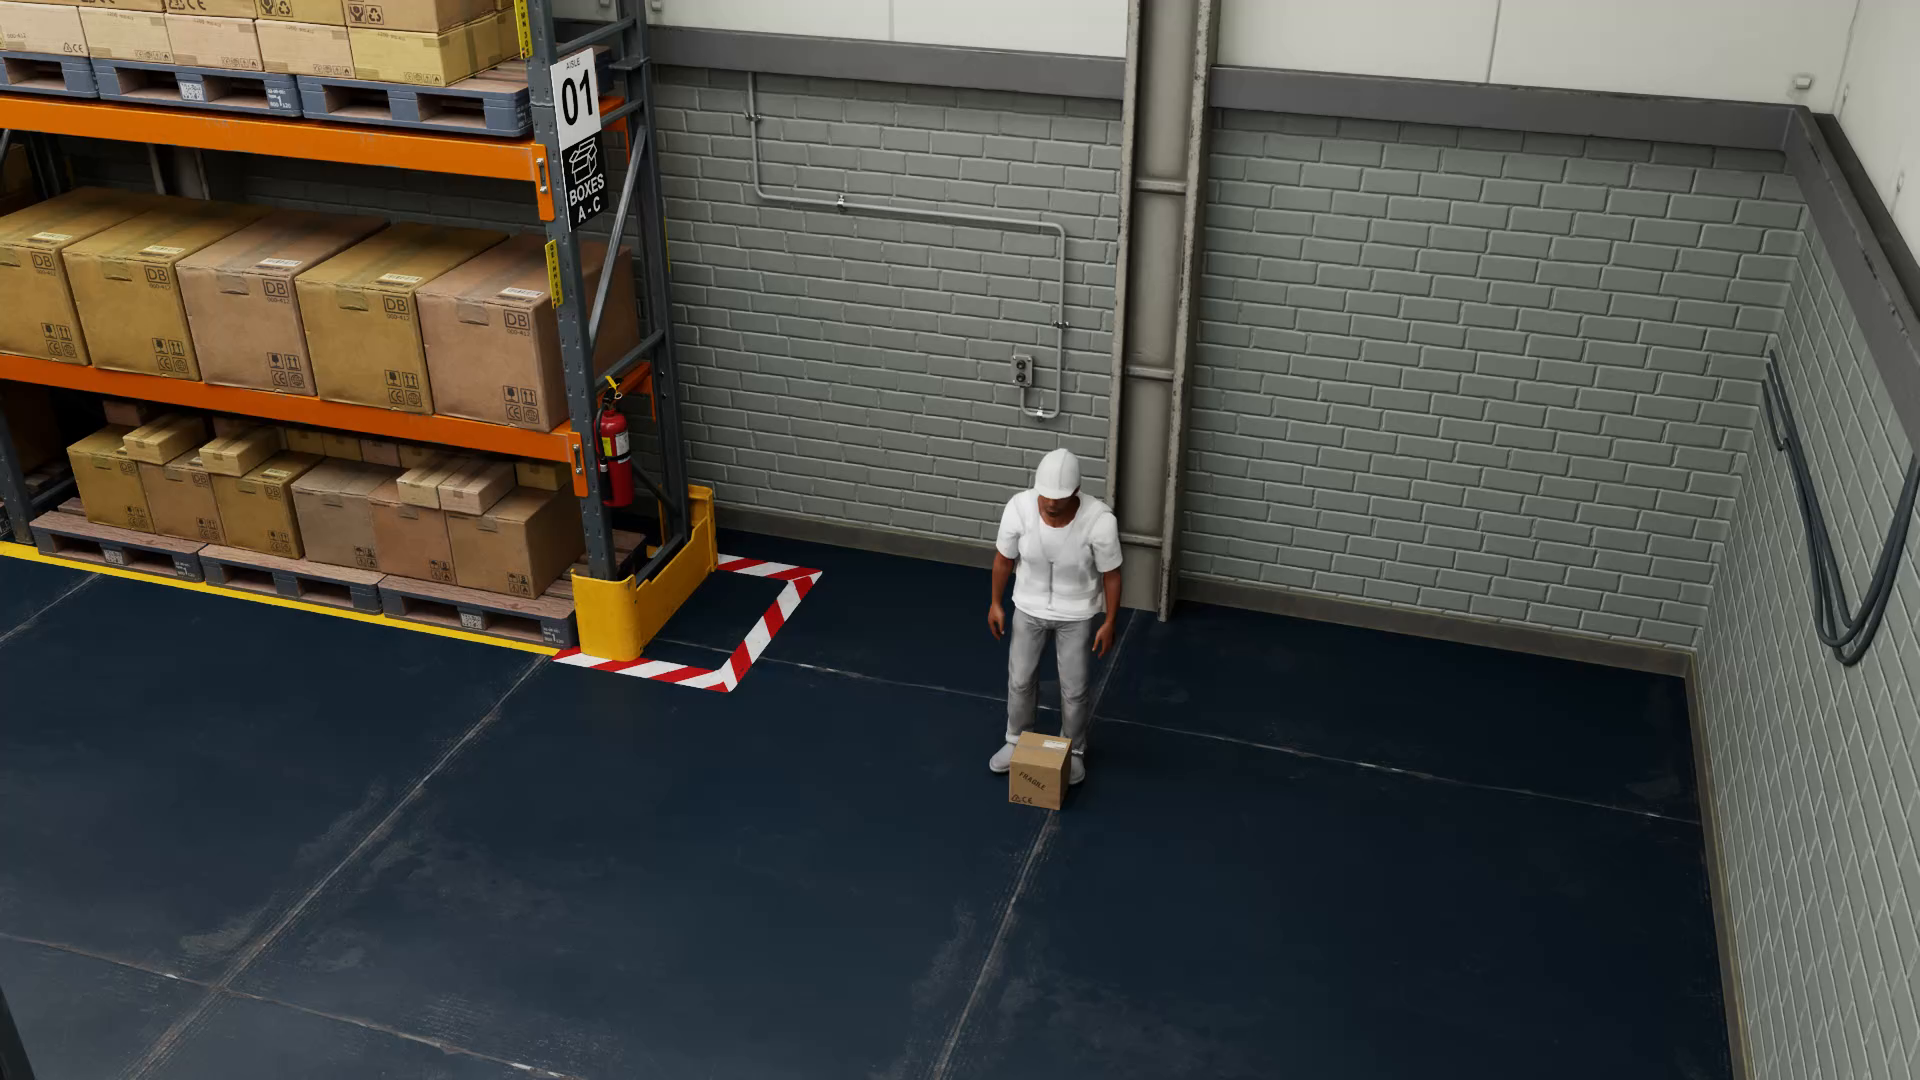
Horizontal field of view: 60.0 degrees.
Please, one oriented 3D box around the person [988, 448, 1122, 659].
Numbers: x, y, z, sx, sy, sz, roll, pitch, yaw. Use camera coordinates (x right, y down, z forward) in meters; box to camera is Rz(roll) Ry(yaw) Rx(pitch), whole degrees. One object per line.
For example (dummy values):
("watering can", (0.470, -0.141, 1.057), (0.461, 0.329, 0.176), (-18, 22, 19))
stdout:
("person", (0.442, 0.038, 7.695), (0.627, 1.057, 0.456), (9, 30, 15))
